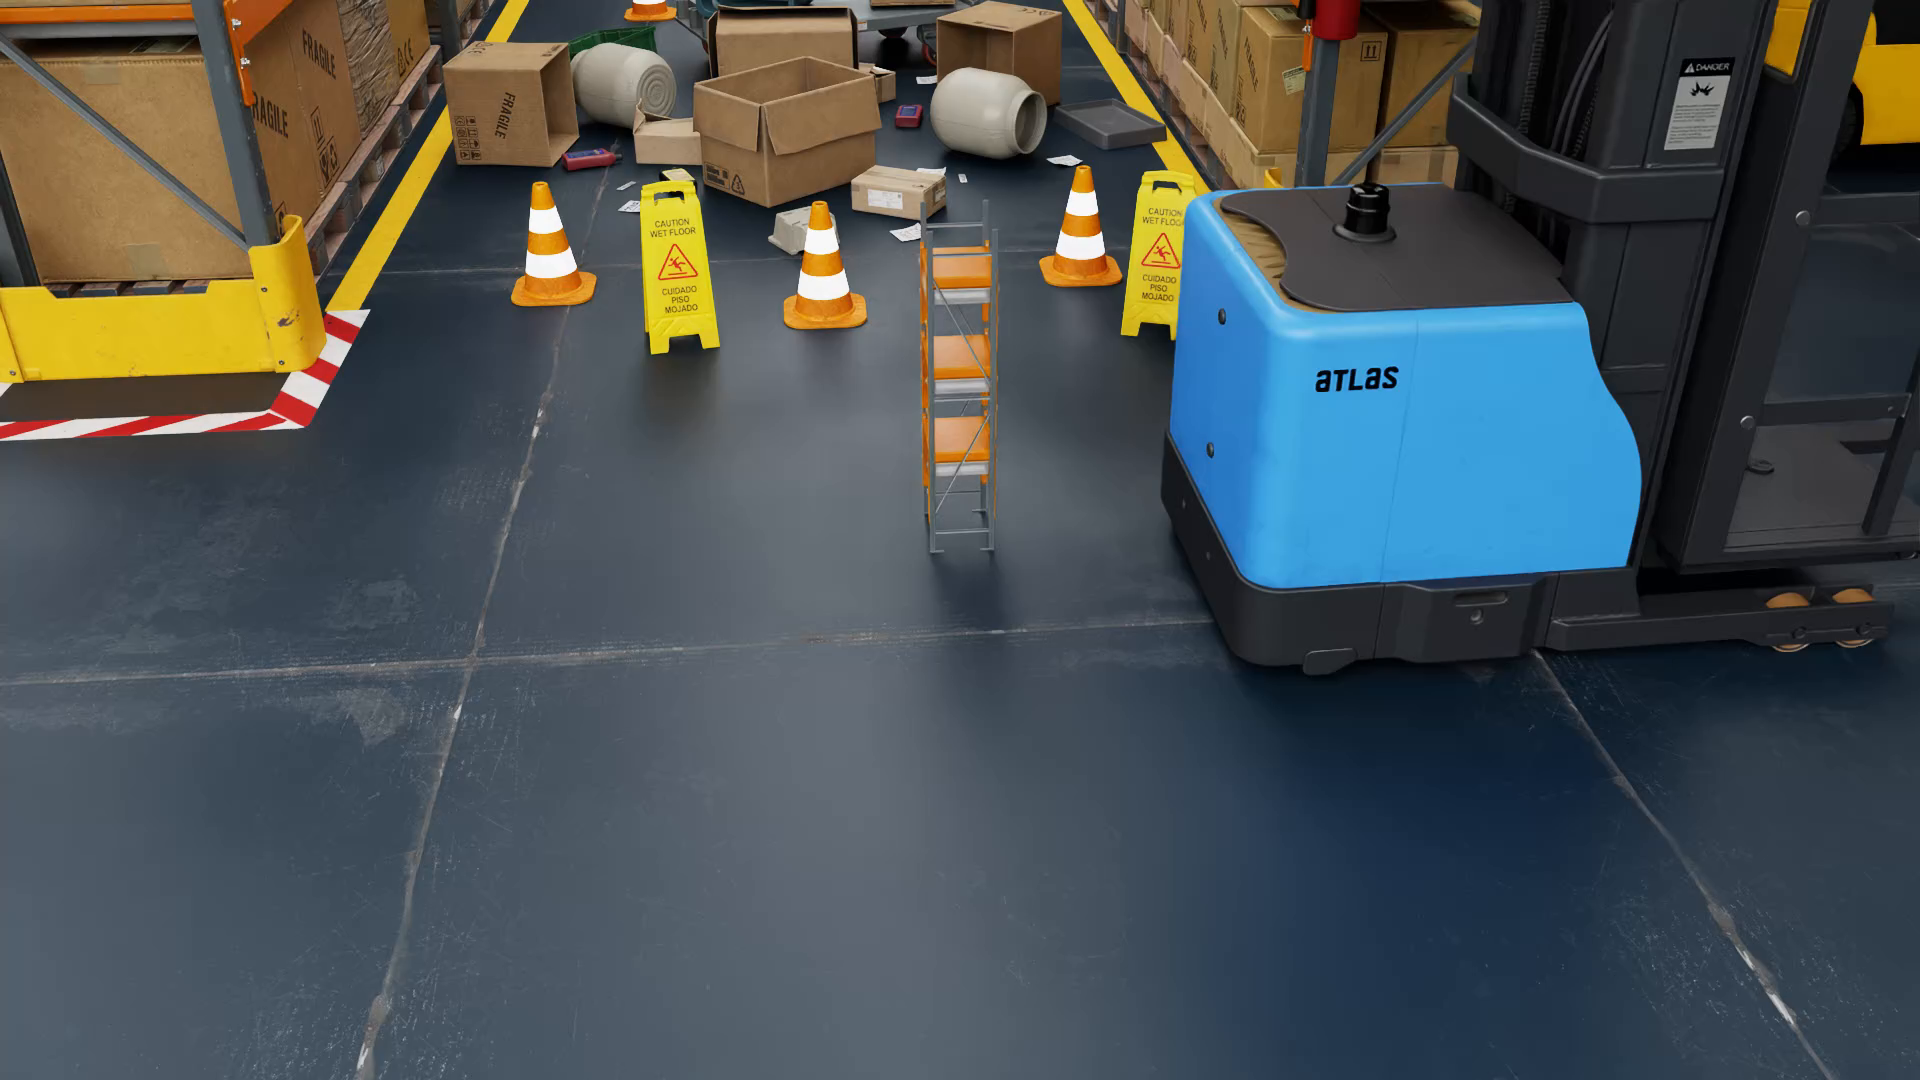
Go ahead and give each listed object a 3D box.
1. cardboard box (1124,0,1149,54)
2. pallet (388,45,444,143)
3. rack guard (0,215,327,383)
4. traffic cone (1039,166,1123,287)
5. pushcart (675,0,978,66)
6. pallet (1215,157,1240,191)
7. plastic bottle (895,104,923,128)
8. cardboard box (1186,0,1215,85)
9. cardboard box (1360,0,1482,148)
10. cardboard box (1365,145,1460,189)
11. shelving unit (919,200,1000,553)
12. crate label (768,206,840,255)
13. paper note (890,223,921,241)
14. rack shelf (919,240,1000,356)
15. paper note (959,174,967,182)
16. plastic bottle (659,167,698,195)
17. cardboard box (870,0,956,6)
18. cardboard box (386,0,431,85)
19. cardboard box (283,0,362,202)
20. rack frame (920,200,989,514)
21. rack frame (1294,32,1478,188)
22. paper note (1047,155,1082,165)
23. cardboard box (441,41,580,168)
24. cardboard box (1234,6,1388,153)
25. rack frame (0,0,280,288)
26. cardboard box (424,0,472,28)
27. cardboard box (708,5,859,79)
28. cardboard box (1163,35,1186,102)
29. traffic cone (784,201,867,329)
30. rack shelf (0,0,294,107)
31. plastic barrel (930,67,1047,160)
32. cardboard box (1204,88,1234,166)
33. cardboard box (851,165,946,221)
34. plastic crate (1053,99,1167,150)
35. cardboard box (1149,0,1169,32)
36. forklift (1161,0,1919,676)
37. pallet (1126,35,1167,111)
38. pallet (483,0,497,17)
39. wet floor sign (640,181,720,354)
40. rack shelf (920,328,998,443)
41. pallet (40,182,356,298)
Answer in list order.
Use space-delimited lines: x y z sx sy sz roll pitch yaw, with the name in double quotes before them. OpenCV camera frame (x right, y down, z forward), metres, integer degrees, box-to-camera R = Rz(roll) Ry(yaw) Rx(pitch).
"cardboard box" 1.258 -3.018 9.650 0.500 0.250 0.500 -4 31 -7
"pallet" -3.454 -2.455 9.154 1.003 0.211 1.213 -3 31 -5
"rack guard" -3.071 -0.916 6.296 1.175 0.500 0.348 -3 31 -5
"traffic cone" 0.521 -1.359 7.074 0.336 0.463 0.334 -3 31 -5
"pushcart" -0.794 -3.072 10.025 1.648 0.377 0.936 -14 33 -22
"pallet" 1.797 -1.549 7.637 1.003 0.211 1.213 -3 31 -5
"plastic bottle" -0.275 -2.322 9.078 0.133 0.061 0.283 2 31 4
"cardboard box" 1.418 -2.533 8.106 0.500 0.500 0.500 -3 31 -6
"cardboard box" 2.042 -2.049 7.296 0.500 0.500 0.500 -4 31 -6
"cardboard box" 2.045 -1.715 7.469 0.500 0.250 0.500 -3 31 -5
"shelving unit" -0.005 -0.478 5.027 0.215 1.050 0.252 -3 31 -5
"crate label" -0.688 -1.391 7.445 0.250 0.136 0.298 -20 36 -30
"paper note" -0.225 -1.403 7.569 0.148 0.019 0.142 -14 33 -22
"rack shelf" -0.005 -0.713 4.886 0.215 0.259 0.240 -3 31 -5
"paper note" 0.014 -1.794 8.244 0.032 0.001 0.123 -3 31 -5
"plastic bottle" -1.392 -1.766 8.147 0.133 0.061 0.283 -14 33 -22
"cardboard box" -0.298 -3.484 9.857 0.500 0.500 0.500 -3 31 -5
"cardboard box" -3.458 -2.988 8.989 0.875 0.875 0.875 -2 31 -4
"cardboard box" -3.287 -2.062 7.439 0.875 0.875 0.875 -3 31 -5
"rack frame" -0.016 -0.540 5.131 0.200 1.050 0.008 -3 31 -5
"rack frame" 1.845 -2.290 6.159 1.000 3.000 0.127 -3 31 -5
"paper note" 0.537 -1.937 8.463 0.142 0.019 0.148 -14 33 -22
"cardboard box" -2.281 -2.228 8.491 0.500 0.500 0.500 2 31 4
"cardboard box" 1.511 -2.009 7.228 0.500 0.500 0.500 -3 31 -4
"rack frame" -3.074 -2.002 5.676 1.000 3.000 0.127 -3 31 -5
"cardboard box" -3.595 -3.571 10.088 1.050 0.750 0.750 -3 31 -5
"cardboard box" -0.935 -2.529 8.862 0.797 0.637 0.503 -3 31 -5
"cardboard box" 1.371 -2.476 8.741 0.500 0.250 0.500 -3 31 -5
"traffic cone" -0.553 -1.132 6.694 0.336 0.463 0.334 -3 31 -5
"rack shelf" -3.261 -2.714 7.570 1.077 0.370 4.000 -3 31 -5
"plastic barrel" 0.145 -2.166 8.464 0.512 0.421 0.421 20 36 29
"cardboard box" 1.461 -1.955 7.870 0.500 0.250 0.500 -3 31 -4
"cardboard box" -0.288 -1.639 7.848 0.380 0.149 0.250 13 33 21
"plastic crate" 0.802 -2.238 8.919 0.402 0.080 0.583 -14 33 -22
"cardboard box" 1.320 -3.067 9.001 0.500 0.500 0.500 -2 31 -3
"forklift" 2.199 -1.206 4.412 3.031 2.935 1.130 -4 31 -6
"pallet" 1.569 -2.794 9.722 1.003 0.211 1.213 -3 31 -5
"pallet" -3.712 -3.861 11.509 1.003 0.211 1.213 -3 31 -5
"wet floor sign" -1.100 -1.071 6.414 0.267 0.644 0.232 -8 32 -13
"rack shelf" -0.005 -0.469 5.032 0.215 0.259 0.240 -3 31 -5
"pallet" -3.226 -1.209 7.068 1.003 0.211 1.213 -3 31 -5
